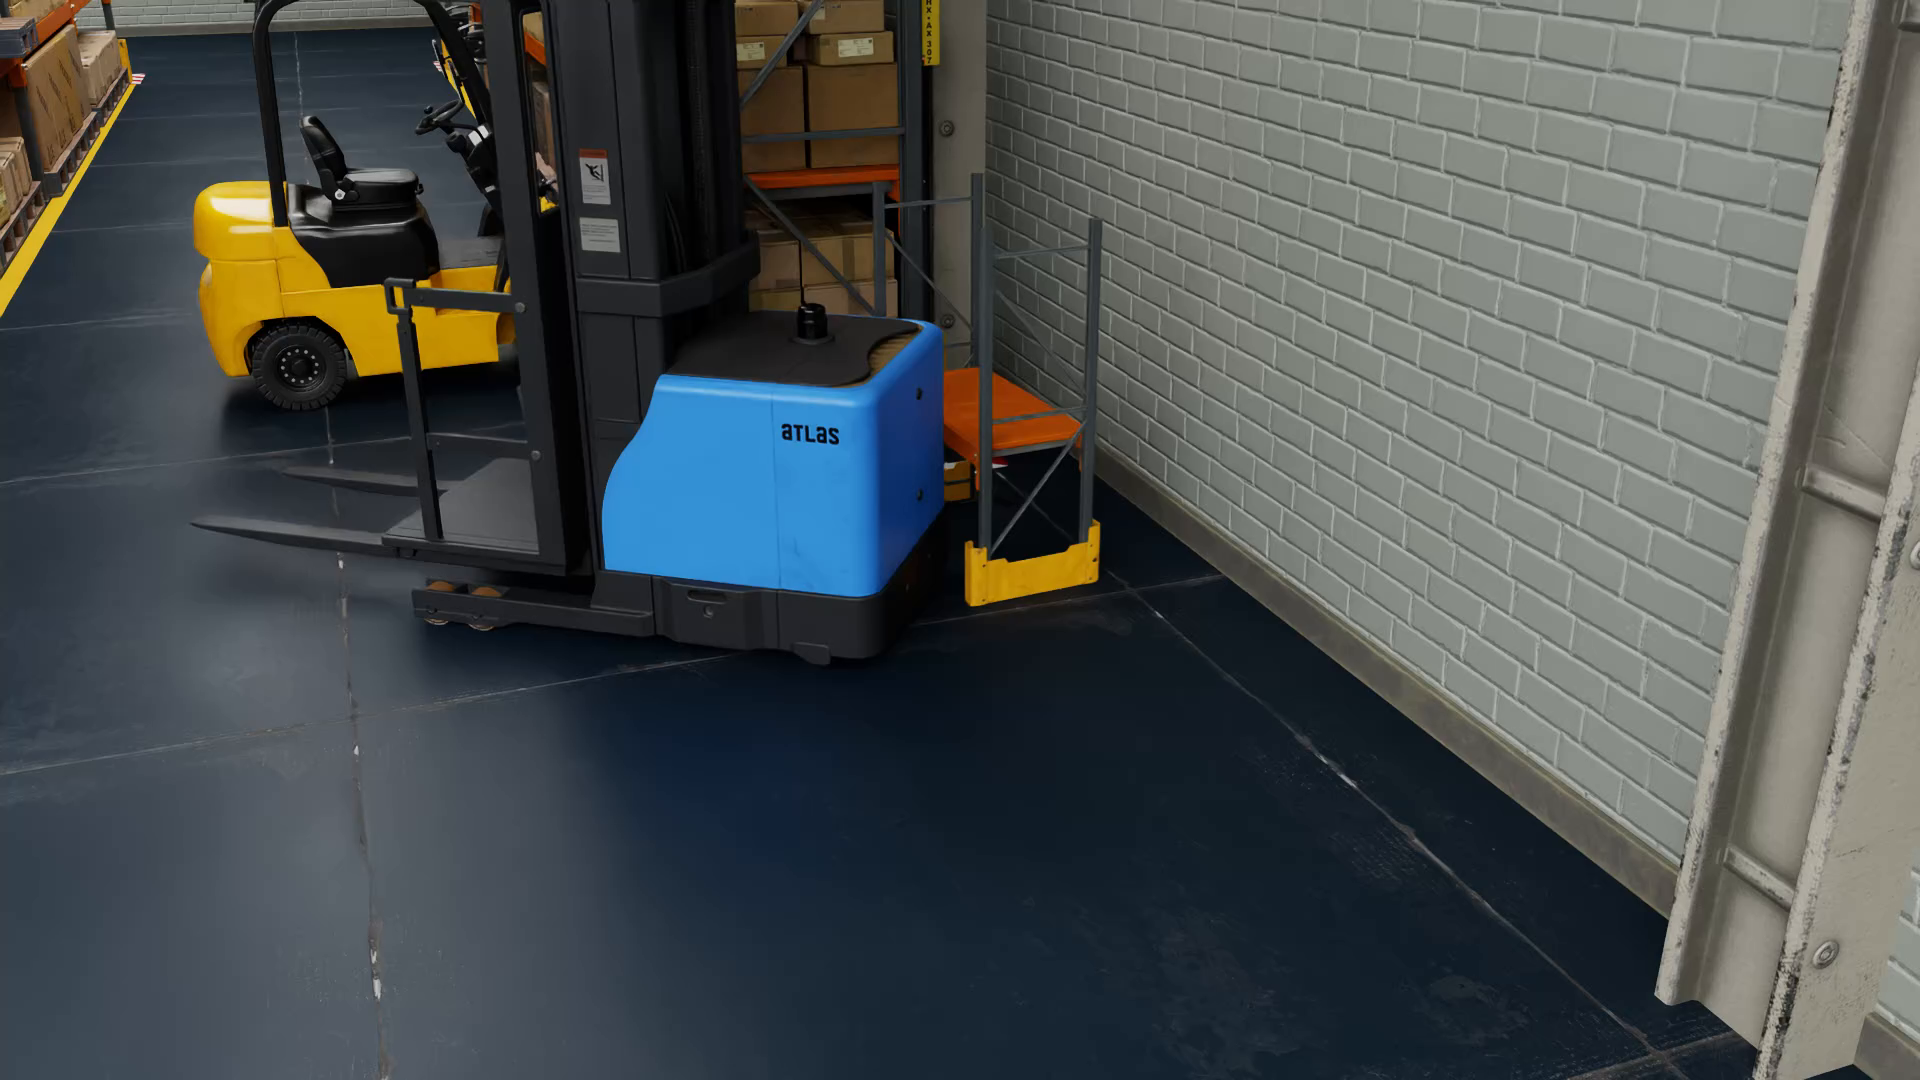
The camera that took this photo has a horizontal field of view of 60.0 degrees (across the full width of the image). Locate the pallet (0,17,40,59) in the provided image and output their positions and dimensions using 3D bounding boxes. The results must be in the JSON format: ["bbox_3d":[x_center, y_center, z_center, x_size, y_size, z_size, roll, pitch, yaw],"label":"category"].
[{"bbox_3d":[-7.786,-3.827,12.715,1.213,0.211,1.003,-8,24,-19],"label":"pallet"}]

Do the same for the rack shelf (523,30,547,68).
[{"bbox_3d":[-2.788,-3.784,13.292,1.077,0.370,4.000,-8,24,-19],"label":"rack shelf"}]

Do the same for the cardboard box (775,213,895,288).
[{"bbox_3d":[-0.661,-1.523,8.714,0.500,0.250,0.500,-9,24,-20],"label":"cardboard box"}]

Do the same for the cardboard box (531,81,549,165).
[{"bbox_3d":[-3.287,-3.713,14.714,0.875,0.625,0.625,-8,24,-17],"label":"cardboard box"}]

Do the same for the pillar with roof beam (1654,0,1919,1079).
[{"bbox_3d":[-1.979,-2.306,1.134,9.100,9.000,0.400,-8,24,-19],"label":"pillar with roof beam"}]

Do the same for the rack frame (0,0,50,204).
[{"bbox_3d":[-8.137,-4.160,13.257,1.000,3.000,0.127,-8,24,-19],"label":"rack frame"}]

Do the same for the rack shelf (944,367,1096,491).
[{"bbox_3d":[0.085,-0.494,6.953,0.538,0.185,1.000,-11,25,-23],"label":"rack shelf"}]

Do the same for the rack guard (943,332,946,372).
[{"bbox_3d":[-0.660,-0.775,8.444,1.175,0.500,0.348,-8,24,-19],"label":"rack guard"}]

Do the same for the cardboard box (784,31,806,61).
[{"bbox_3d":[-0.692,-2.520,8.403,0.380,0.149,0.250,-8,24,-19],"label":"cardboard box"}]

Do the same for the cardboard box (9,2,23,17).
[{"bbox_3d":[-8.074,-4.303,13.790,0.500,0.250,0.500,-9,24,-20],"label":"cardboard box"}]

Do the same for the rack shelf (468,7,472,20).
[{"bbox_3d":[-5.614,-6.691,20.189,1.077,0.370,4.000,-8,24,-19],"label":"rack shelf"}]

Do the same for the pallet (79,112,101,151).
[{"bbox_3d":[-9.207,-4.058,16.607,1.003,0.211,1.213,-8,24,-19],"label":"pallet"}]

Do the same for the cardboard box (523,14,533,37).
[{"bbox_3d":[-3.393,-4.395,14.008,0.500,0.250,0.500,-9,24,-20],"label":"cardboard box"}]

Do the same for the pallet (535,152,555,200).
[{"bbox_3d":[-3.240,-3.253,14.696,1.003,0.211,1.213,-8,24,-19],"label":"pallet"}]

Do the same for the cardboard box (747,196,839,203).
[{"bbox_3d":[-1.008,-1.887,9.578,0.500,0.250,0.500,-9,24,-19],"label":"cardboard box"}]

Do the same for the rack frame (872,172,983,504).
[{"bbox_3d":[-0.134,-0.838,7.306,0.500,1.500,0.032,-11,25,-23],"label":"rack frame"}]

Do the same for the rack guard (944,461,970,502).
[{"bbox_3d":[-0.134,-0.261,7.548,0.587,0.250,0.087,-11,25,-23],"label":"rack guard"}]

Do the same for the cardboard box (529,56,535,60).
[{"bbox_3d":[-4.134,-4.626,16.207,0.380,0.149,0.250,-8,24,-17],"label":"cardboard box"}]

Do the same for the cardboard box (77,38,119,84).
[{"bbox_3d":[-10.305,-5.522,19.247,0.875,0.438,0.875,-8,24,-18],"label":"cardboard box"}]

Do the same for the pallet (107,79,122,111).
[{"bbox_3d":[-10.180,-5.059,18.982,1.003,0.211,1.213,-8,24,-19],"label":"pallet"}]

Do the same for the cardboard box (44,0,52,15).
[{"bbox_3d":[-8.816,-5.044,15.549,0.500,0.250,0.500,-9,24,-20],"label":"cardboard box"}]

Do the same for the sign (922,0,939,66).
[{"bbox_3d":[-0.147,-2.445,7.972,0.100,0.325,0.005,-8,24,-19],"label":"sign"}]

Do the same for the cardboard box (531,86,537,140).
[{"bbox_3d":[-3.845,-4.008,15.575,0.500,0.500,0.500,-8,24,-17],"label":"cardboard box"}]

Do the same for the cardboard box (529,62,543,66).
[{"bbox_3d":[-4.031,-4.422,15.723,0.380,0.149,0.250,-10,25,-22],"label":"cardboard box"}]

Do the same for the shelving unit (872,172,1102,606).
[{"bbox_3d":[0.081,-0.663,6.891,0.587,1.500,1.083,-11,25,-23],"label":"shelving unit"}]

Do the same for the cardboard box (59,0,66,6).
[{"bbox_3d":[-9.156,-5.416,16.430,0.500,0.250,0.500,-9,24,-20],"label":"cardboard box"}]

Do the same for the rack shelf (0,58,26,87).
[{"bbox_3d":[-7.430,-3.102,11.673,1.077,0.370,4.000,-8,24,-19],"label":"rack shelf"}]

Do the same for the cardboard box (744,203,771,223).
[{"bbox_3d":[-1.309,-1.632,8.972,0.500,0.250,0.500,-8,24,-18],"label":"cardboard box"}]

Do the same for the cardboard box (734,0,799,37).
[{"bbox_3d":[-0.992,-2.519,8.017,0.380,0.149,0.250,-8,24,-19],"label":"cardboard box"}]

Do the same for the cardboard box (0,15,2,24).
[{"bbox_3d":[-7.508,-3.978,12.608,0.380,0.149,0.250,-9,24,-19],"label":"cardboard box"}]

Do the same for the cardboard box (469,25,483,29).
[{"bbox_3d":[-5.835,-6.034,20.381,0.500,0.500,0.500,-8,24,-18],"label":"cardboard box"}]

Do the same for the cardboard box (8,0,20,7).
[{"bbox_3d":[-8.085,-4.539,13.707,0.500,0.250,0.500,-9,24,-19],"label":"cardboard box"}]

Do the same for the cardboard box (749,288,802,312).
[{"bbox_3d":[-1.133,-1.226,8.653,0.500,0.250,0.500,-9,24,-20],"label":"cardboard box"}]

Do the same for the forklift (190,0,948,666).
[{"bbox_3d":[-1.626,-1.191,6.301,3.031,2.935,1.130,6,24,14],"label":"forklift"}]

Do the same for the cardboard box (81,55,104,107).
[{"bbox_3d":[-9.671,-4.869,17.698,0.875,0.438,0.875,-9,24,-20],"label":"cardboard box"}]

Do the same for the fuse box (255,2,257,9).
[{"bbox_3d":[-10.960,-8.754,25.816,0.539,1.711,0.414,-8,24,-19],"label":"fuse box"}]

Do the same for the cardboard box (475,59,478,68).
[{"bbox_3d":[-5.505,-5.521,19.467,0.396,0.266,0.258,-7,24,-17],"label":"cardboard box"}]

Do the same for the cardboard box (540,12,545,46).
[{"bbox_3d":[-3.023,-4.020,13.119,0.500,0.250,0.500,-8,24,-17],"label":"cardboard box"}]

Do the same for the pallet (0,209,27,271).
[{"bbox_3d":[-7.435,-2.148,12.075,1.003,0.211,1.213,-8,24,-19],"label":"pallet"}]

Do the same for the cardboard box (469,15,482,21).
[{"bbox_3d":[-6.193,-6.557,21.618,0.797,0.503,0.637,-9,25,-21],"label":"cardboard box"}]

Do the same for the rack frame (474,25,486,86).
[{"bbox_3d":[-4.908,-6.296,18.325,1.000,3.000,0.127,-8,24,-19],"label":"rack frame"}]

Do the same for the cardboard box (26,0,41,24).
[{"bbox_3d":[-8.452,-4.679,14.681,0.500,0.250,0.500,-8,24,-17],"label":"cardboard box"}]

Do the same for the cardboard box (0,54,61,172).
[{"bbox_3d":[-8.303,-3.637,14.211,0.875,0.875,0.875,-9,24,-19],"label":"cardboard box"}]

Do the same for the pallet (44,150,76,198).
[{"bbox_3d":[-8.345,-3.172,14.503,1.003,0.211,1.213,-8,24,-19],"label":"pallet"}]

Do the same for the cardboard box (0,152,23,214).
[{"bbox_3d":[-7.678,-2.669,12.562,0.950,0.372,0.625,-9,24,-20],"label":"cardboard box"}]

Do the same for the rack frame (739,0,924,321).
[{"bbox_3d":[-0.668,-1.935,7.980,1.000,3.000,0.127,-8,24,-19],"label":"rack frame"}]

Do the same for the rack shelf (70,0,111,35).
[{"bbox_3d":[-10.257,-6.008,18.569,1.077,0.370,4.000,-8,24,-19],"label":"rack shelf"}]

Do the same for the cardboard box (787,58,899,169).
[{"bbox_3d":[-0.584,-2.200,8.478,0.500,0.500,0.500,-8,24,-17],"label":"cardboard box"}]

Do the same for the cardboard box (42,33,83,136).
[{"bbox_3d":[-8.930,-4.286,15.752,0.875,0.875,0.875,-8,24,-17],"label":"cardboard box"}]
